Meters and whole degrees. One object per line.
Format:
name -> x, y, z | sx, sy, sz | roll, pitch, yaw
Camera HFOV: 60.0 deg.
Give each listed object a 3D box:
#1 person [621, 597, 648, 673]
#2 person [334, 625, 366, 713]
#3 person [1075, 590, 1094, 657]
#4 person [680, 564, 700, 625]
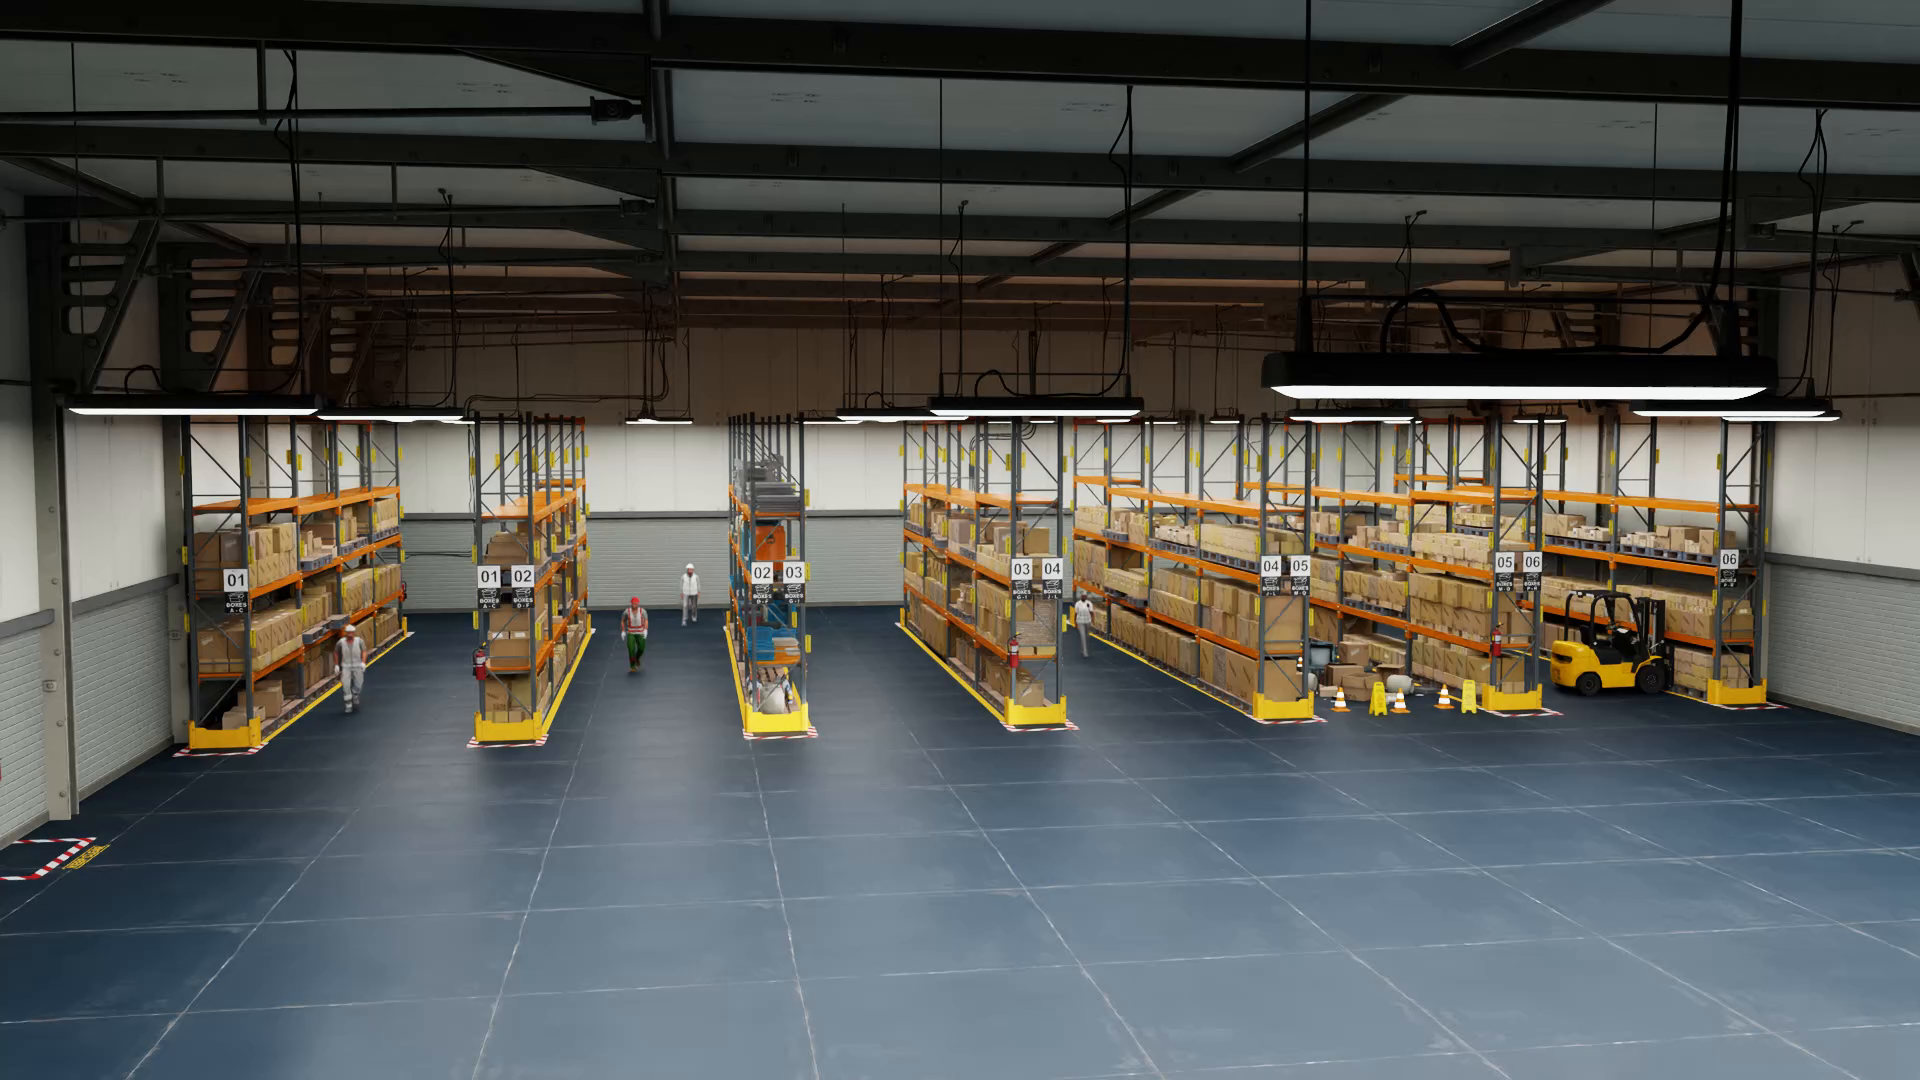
person -> -7.646, 2.196, 39.034 | 0.620, 1.764, 0.701 | -1, 4, -17
person -> -12.312, 2.568, 33.563 | 0.620, 1.762, 0.717 | -2, 4, -25
person -> 3.118, 2.061, 41.571 | 0.442, 1.633, 1.033 | -1, 4, -12
person -> -7.821, 1.560, 48.192 | 0.618, 1.731, 1.004 | 0, 4, -1
